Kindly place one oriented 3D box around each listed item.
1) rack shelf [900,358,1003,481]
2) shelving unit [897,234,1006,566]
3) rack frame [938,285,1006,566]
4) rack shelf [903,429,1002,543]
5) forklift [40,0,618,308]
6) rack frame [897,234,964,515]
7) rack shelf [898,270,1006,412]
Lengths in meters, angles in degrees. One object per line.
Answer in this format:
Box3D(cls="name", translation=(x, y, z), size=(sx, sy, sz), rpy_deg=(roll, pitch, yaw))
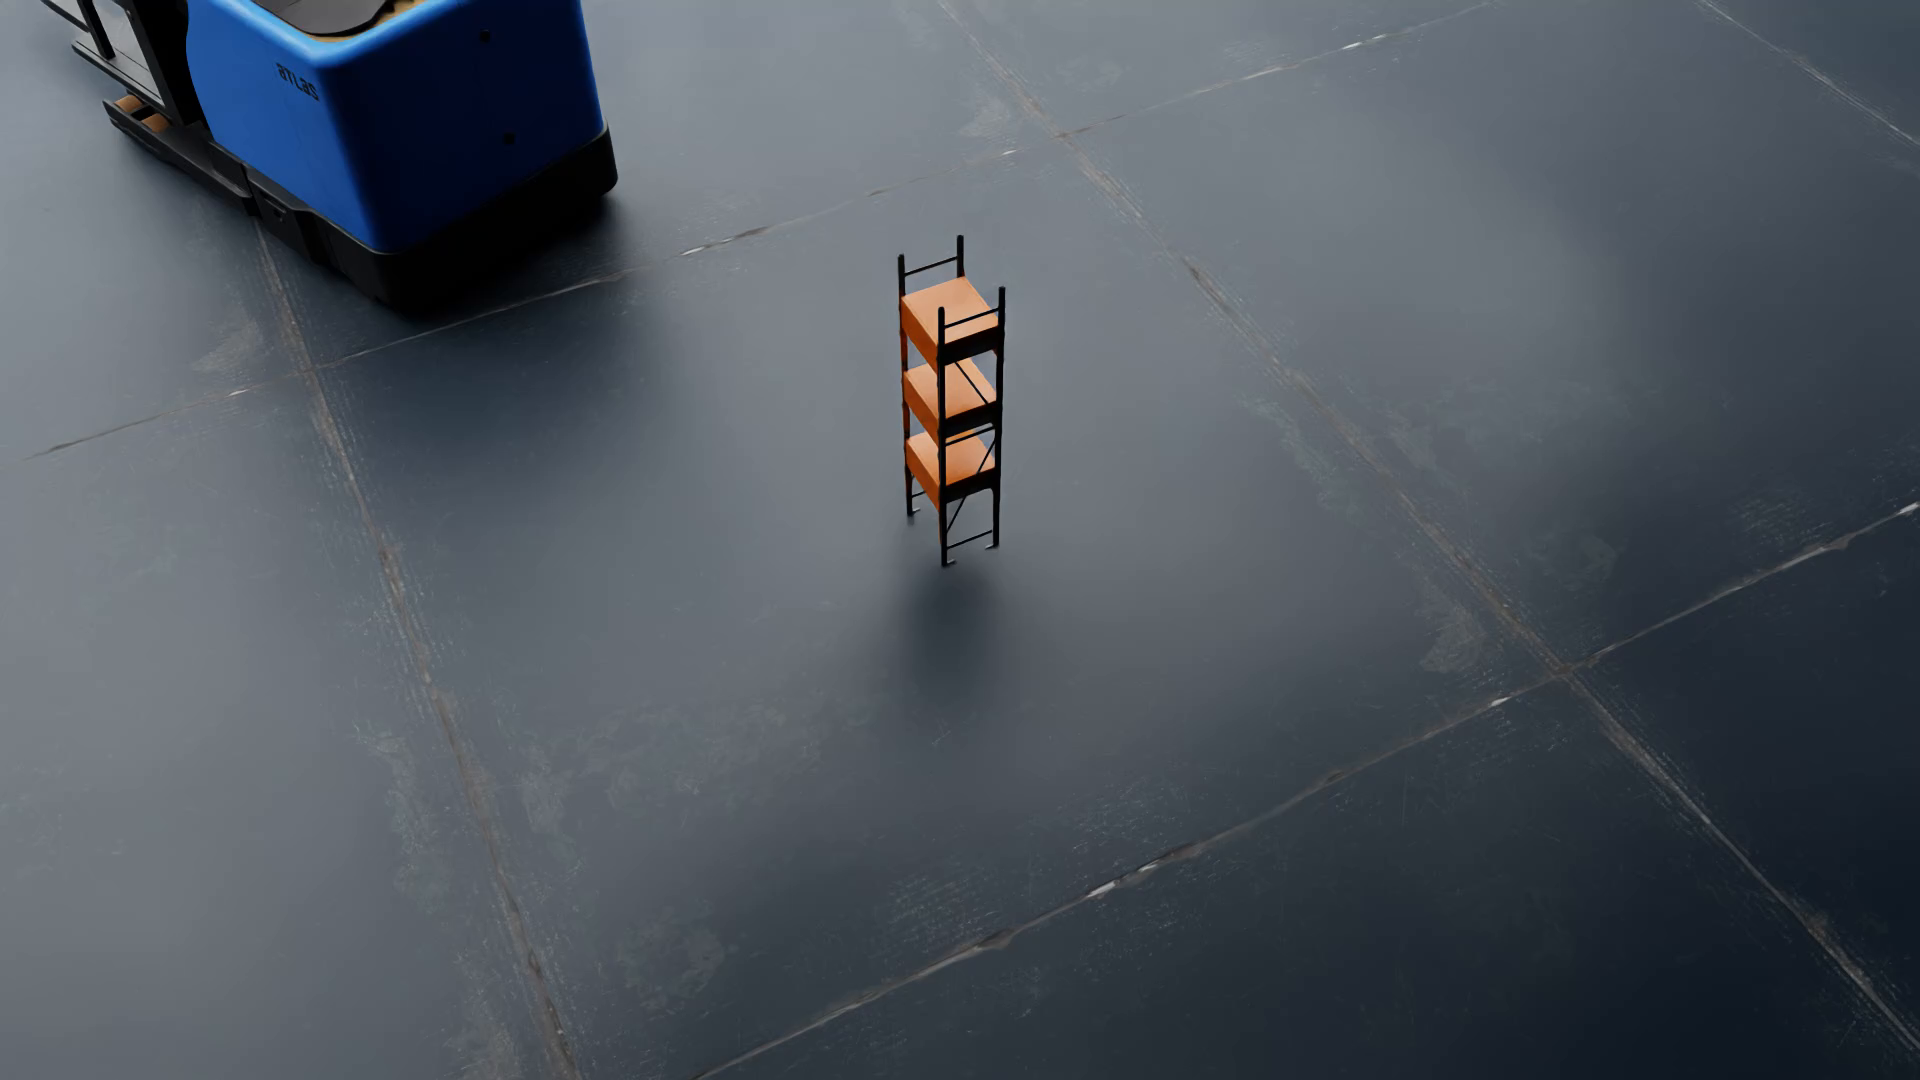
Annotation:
Box3D(cls="rack shelf", translation=(-0.024, -0.374, 4.894), size=(0.215, 0.259, 0.240), rpy_deg=(-21, 52, -18))
Box3D(cls="shelving unit", translation=(-0.024, -0.381, 4.886), size=(0.215, 1.050, 0.252), rpy_deg=(-21, 52, -18))
Box3D(cls="rack frame", translation=(0.031, -0.300, 4.815), size=(0.200, 1.050, 0.008), rpy_deg=(-21, 52, -18))
Box3D(cls="rack shelf", translation=(-0.024, -0.191, 5.103), size=(0.215, 0.259, 0.240), rpy_deg=(-21, 52, -18))
Box3D(cls="forklift", translation=(-2.755, -2.744, 5.703), size=(3.031, 2.935, 1.130), rpy_deg=(33, 56, 25))
Box3D(cls="rack frame", translation=(-0.080, -0.463, 4.958), size=(0.200, 1.050, 0.008), rpy_deg=(-21, 52, -18))
Box3D(cls="rack shelf", translation=(-0.024, -0.561, 4.681), size=(0.215, 0.259, 0.240), rpy_deg=(-21, 52, -18))
